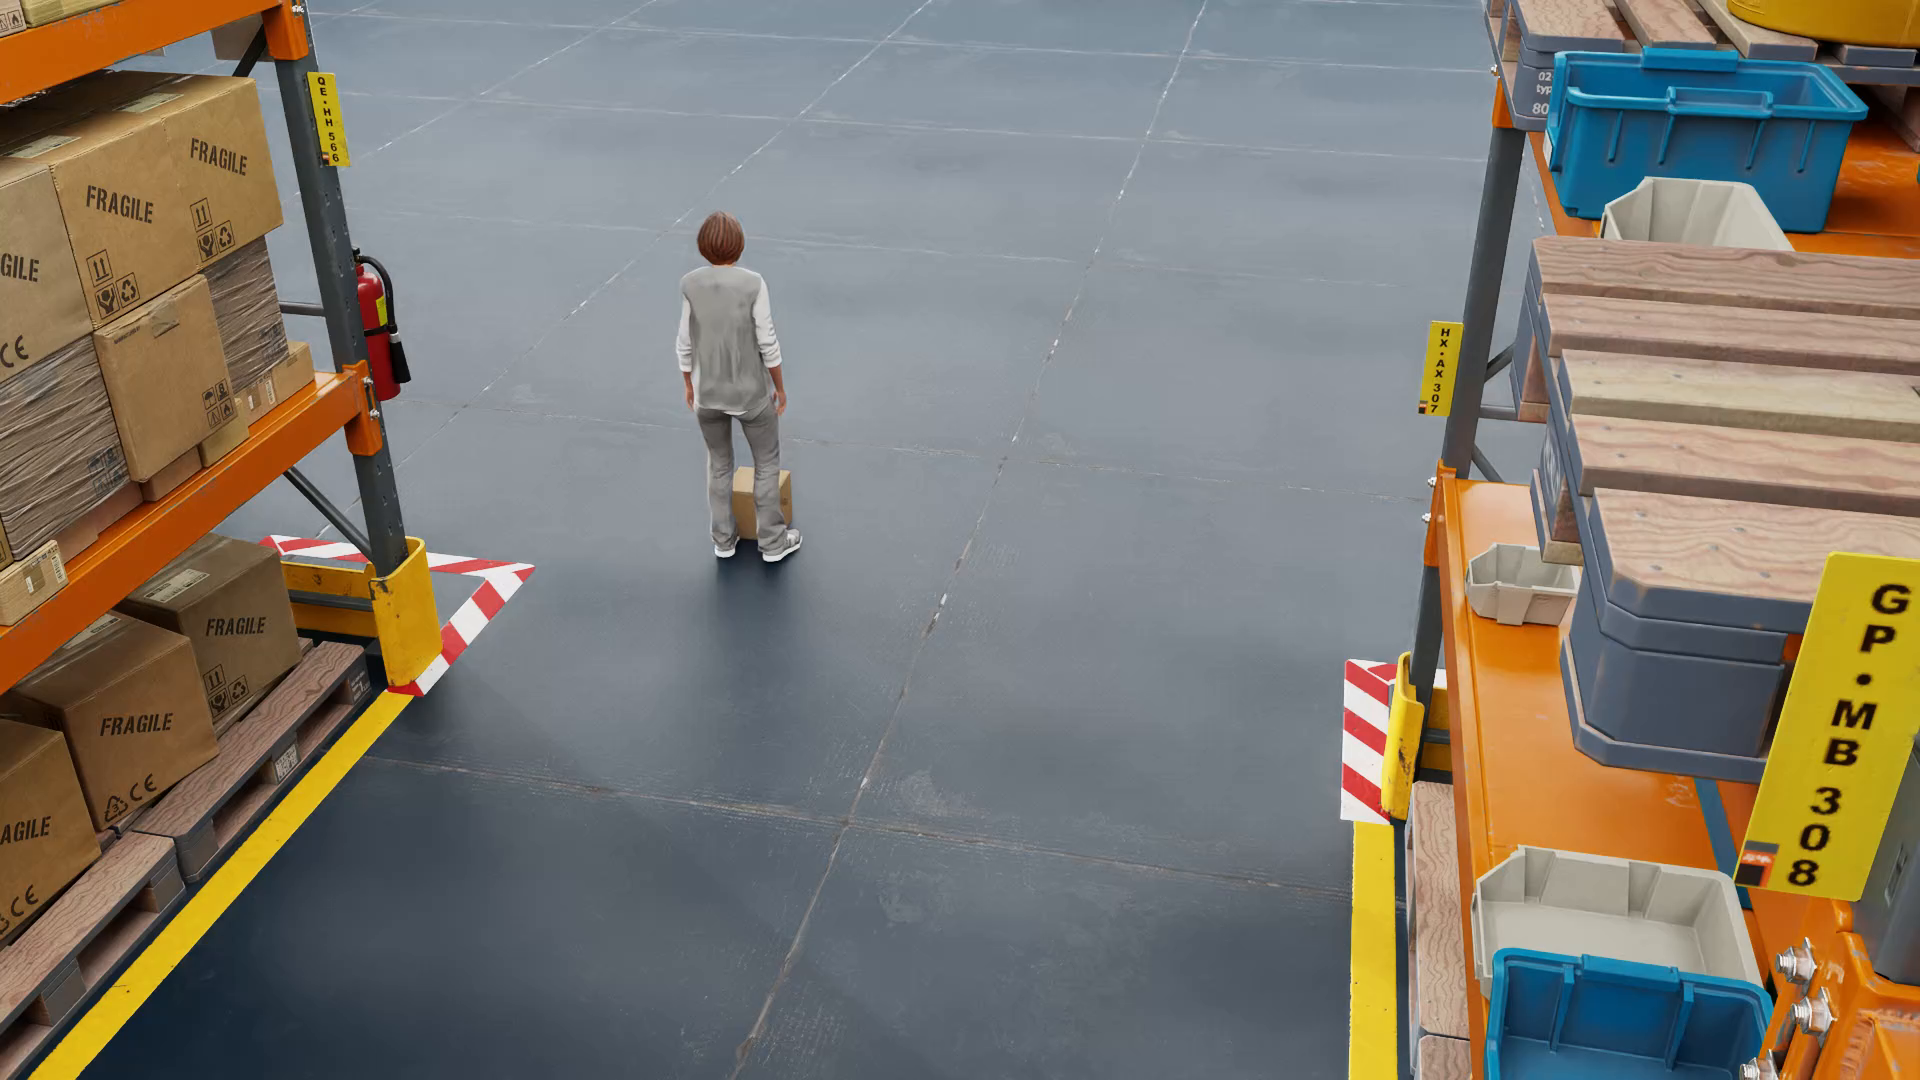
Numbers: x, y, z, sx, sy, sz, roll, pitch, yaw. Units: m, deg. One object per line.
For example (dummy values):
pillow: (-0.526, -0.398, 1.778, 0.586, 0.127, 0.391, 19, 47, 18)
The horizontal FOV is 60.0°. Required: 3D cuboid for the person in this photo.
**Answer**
person: (-0.986, -0.622, 7.294, 0.476, 1.550, 0.345, 4, 29, 8)
